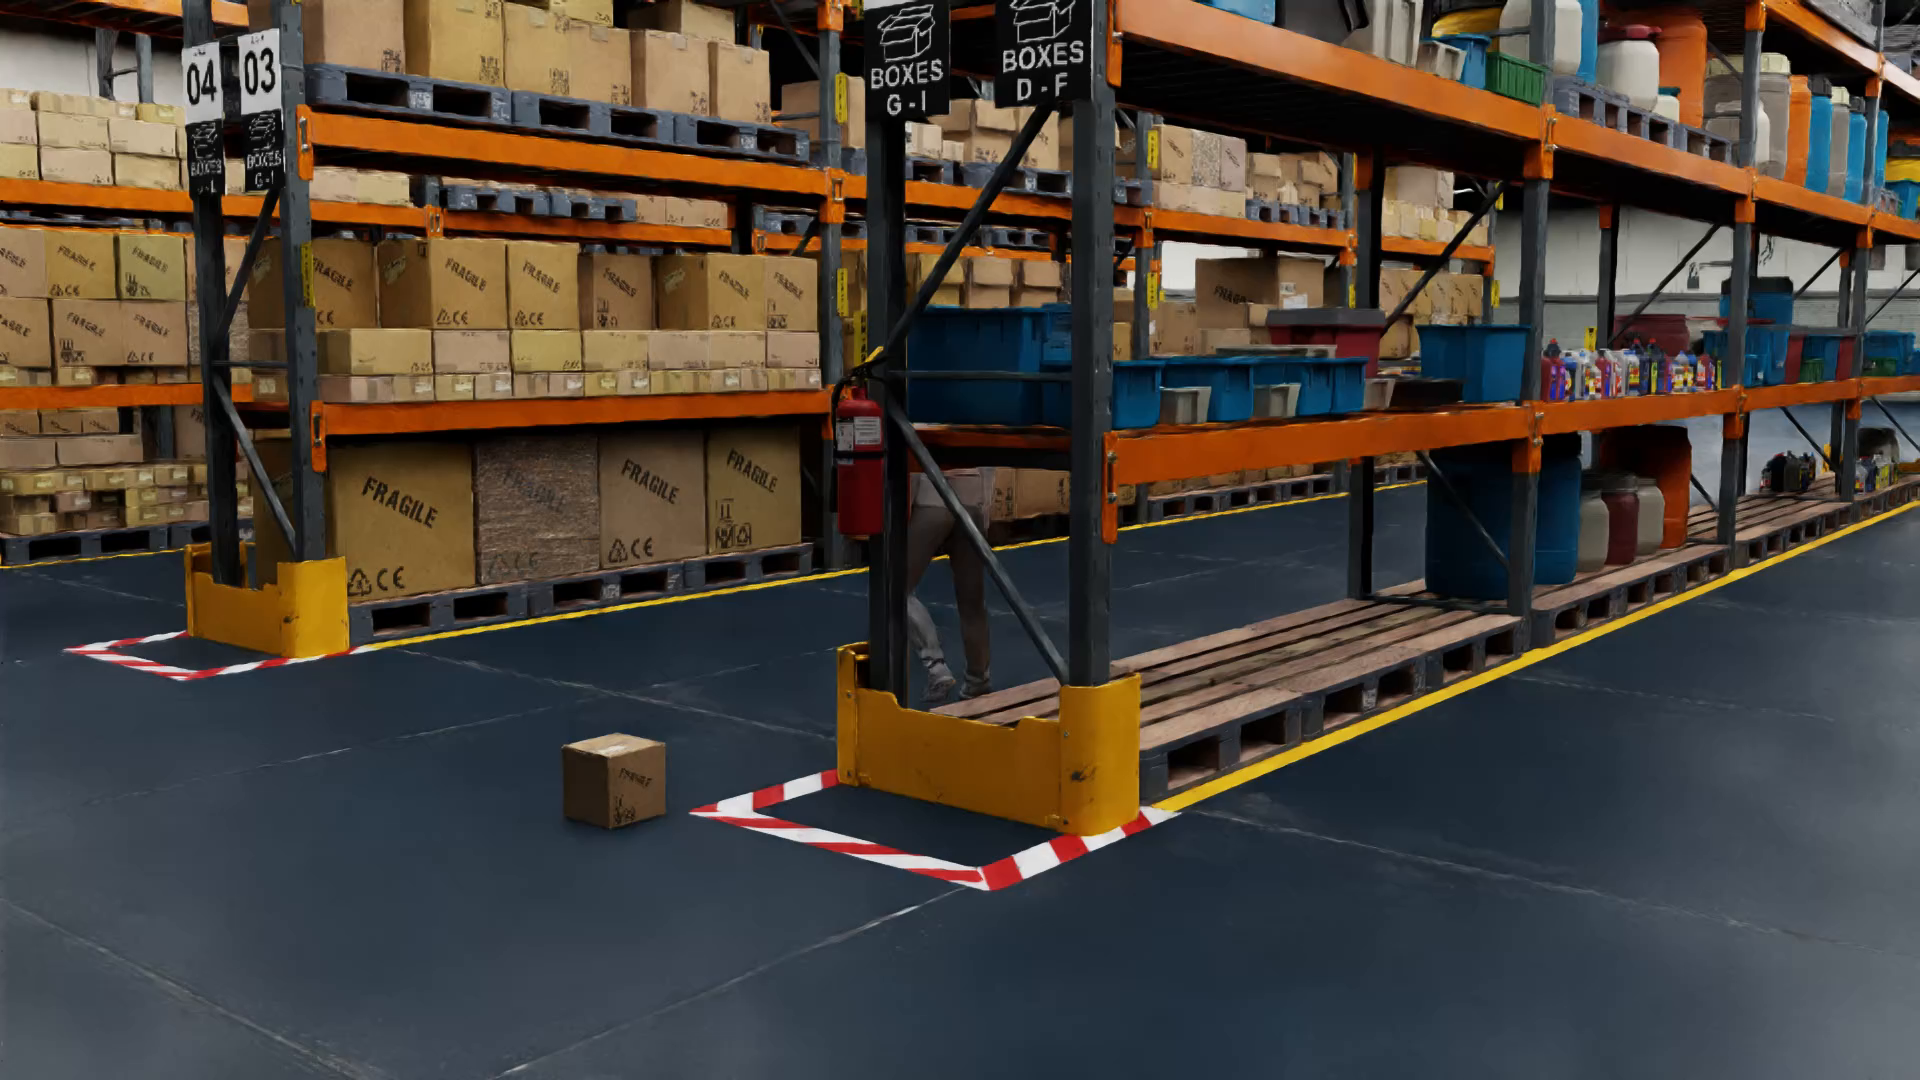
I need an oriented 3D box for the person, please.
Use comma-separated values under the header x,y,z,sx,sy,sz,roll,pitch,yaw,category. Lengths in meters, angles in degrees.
x,y,z,sx,sy,sz,roll,pitch,yaw,category
-0.043,-0.082,7.315,0.553,1.657,0.388,-4,8,-31,person
